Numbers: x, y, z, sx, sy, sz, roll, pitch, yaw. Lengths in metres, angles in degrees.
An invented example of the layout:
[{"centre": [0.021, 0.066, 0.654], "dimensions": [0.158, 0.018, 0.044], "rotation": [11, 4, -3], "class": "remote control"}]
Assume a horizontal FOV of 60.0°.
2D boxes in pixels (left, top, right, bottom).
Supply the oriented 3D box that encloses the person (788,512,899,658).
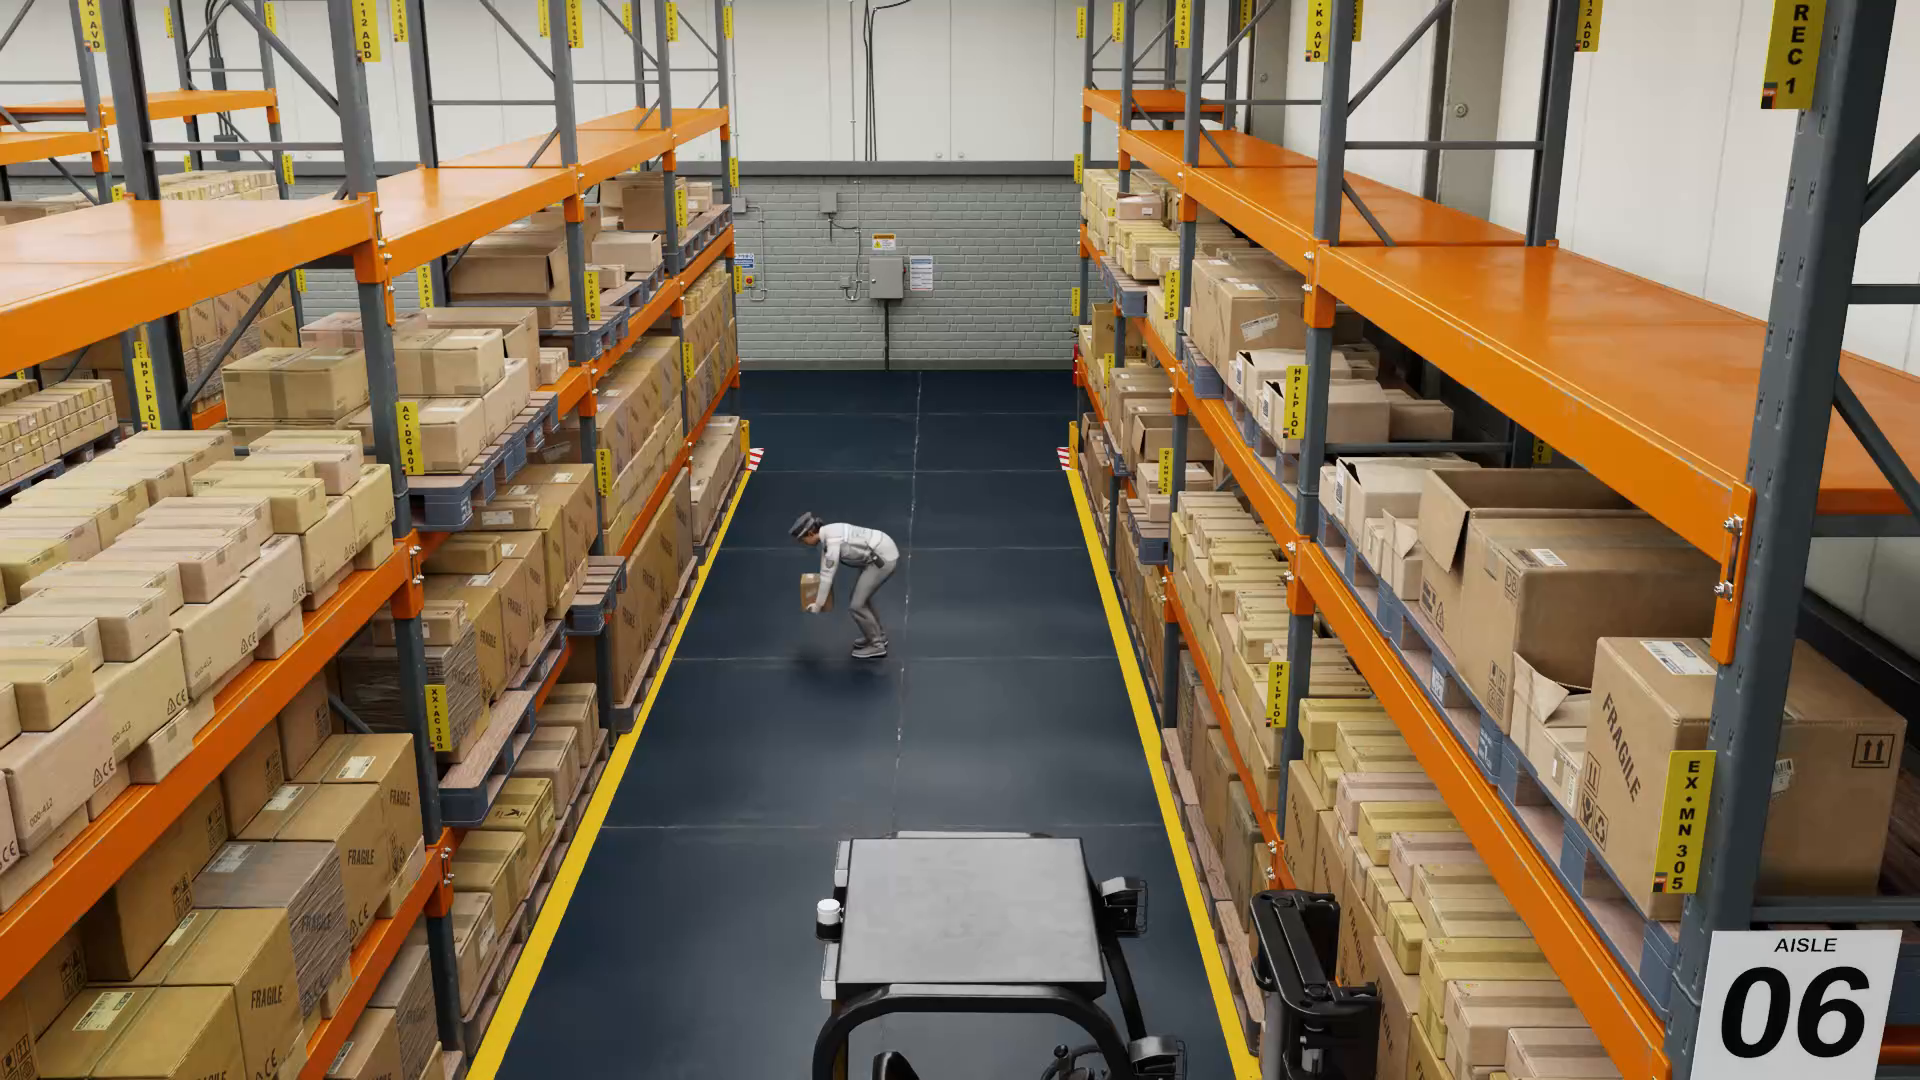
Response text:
[{"centre": [-0.952, 0.350, 13.681], "dimensions": [0.903, 1.215, 0.428], "rotation": [-1, 17, -3], "class": "person"}]
